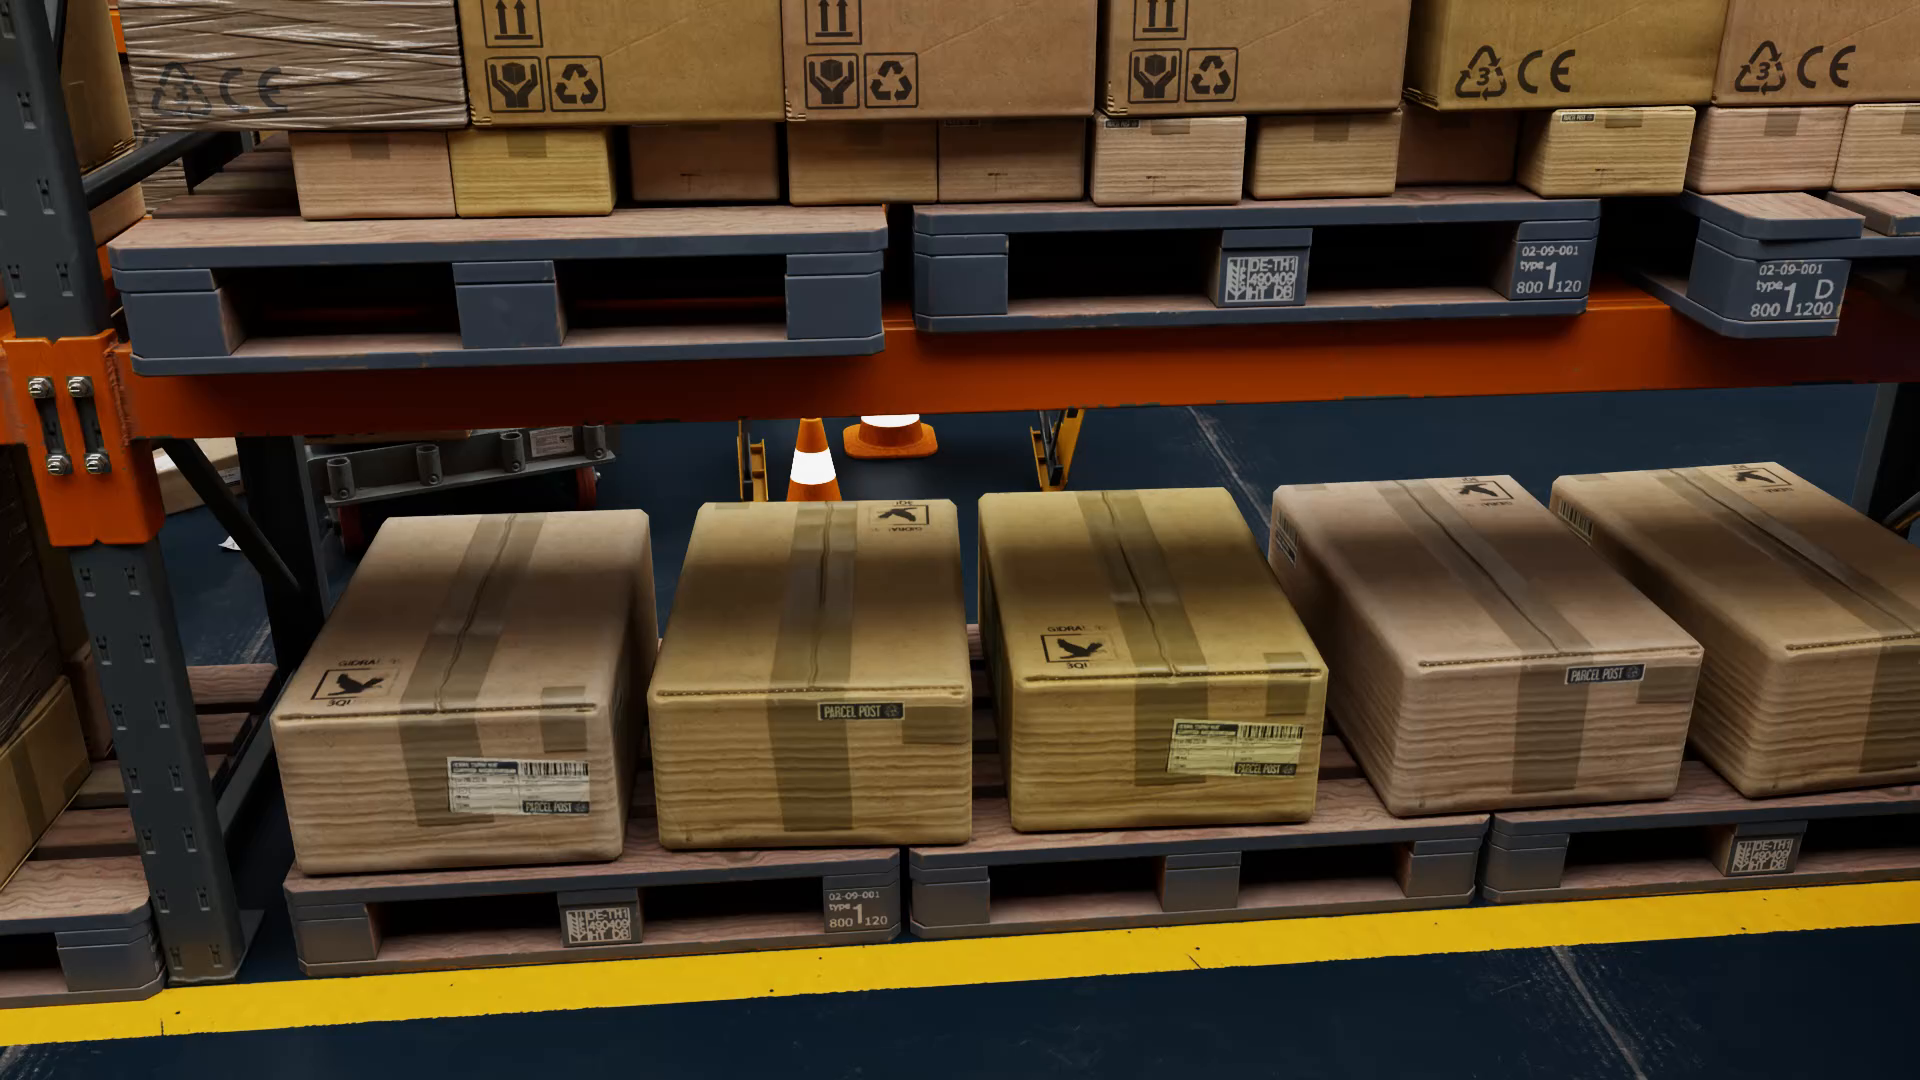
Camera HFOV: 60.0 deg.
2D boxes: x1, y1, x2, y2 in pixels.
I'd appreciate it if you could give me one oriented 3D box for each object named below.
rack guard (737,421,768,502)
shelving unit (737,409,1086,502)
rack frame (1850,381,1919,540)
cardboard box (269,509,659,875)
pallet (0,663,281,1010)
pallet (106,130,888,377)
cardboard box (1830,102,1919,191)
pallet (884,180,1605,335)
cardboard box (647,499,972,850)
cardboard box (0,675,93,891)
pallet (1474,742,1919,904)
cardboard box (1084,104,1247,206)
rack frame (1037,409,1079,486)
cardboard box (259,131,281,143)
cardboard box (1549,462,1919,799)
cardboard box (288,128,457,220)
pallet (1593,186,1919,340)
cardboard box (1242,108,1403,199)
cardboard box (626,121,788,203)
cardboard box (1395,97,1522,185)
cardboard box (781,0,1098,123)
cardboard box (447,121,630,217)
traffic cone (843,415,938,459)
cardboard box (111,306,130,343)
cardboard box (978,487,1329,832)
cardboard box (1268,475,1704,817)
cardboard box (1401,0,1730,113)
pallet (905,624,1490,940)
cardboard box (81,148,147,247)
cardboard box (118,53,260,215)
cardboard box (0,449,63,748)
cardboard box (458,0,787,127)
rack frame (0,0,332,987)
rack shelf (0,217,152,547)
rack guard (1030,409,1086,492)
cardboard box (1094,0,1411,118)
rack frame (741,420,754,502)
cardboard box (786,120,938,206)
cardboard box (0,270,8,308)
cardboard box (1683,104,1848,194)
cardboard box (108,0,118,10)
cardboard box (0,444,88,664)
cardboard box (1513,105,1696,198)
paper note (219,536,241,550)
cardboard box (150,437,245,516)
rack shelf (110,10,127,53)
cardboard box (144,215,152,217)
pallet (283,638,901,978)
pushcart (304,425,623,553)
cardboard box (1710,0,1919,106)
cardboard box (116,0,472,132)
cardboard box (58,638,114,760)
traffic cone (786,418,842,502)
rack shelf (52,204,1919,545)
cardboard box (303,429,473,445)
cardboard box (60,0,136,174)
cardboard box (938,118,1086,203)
[{"bbox_3d":[-0.662,-0.364,5.280,0.087,0.587,0.250,-3,59,-8],"label":"rack guard"},{"bbox_3d":[-0.245,-0.924,5.669,1.083,0.587,1.500,-3,59,-8],"label":"shelving unit"},{"bbox_3d":[2.439,-0.855,3.481,0.127,3.000,1.000,-2,24,-5],"label":"rack frame"},{"bbox_3d":[-1.020,0.291,3.619,0.625,0.372,0.950,-2,24,-4],"label":"cardboard box"},{"bbox_3d":[-2.207,0.620,3.595,1.213,0.211,1.003,-2,24,-5],"label":"pallet"},{"bbox_3d":[-0.767,-0.580,3.097,1.213,0.211,1.003,-2,24,-5],"label":"pallet"},{"bbox_3d":[1.630,-0.756,3.050,0.250,0.149,0.380,-2,24,-6],"label":"cardboard box"},{"bbox_3d":[0.473,-0.672,3.305,1.213,0.211,1.003,-2,24,-5],"label":"pallet"},{"bbox_3d":[-0.305,0.261,3.687,0.625,0.372,0.950,-1,24,-2],"label":"cardboard box"},{"bbox_3d":[-2.104,0.501,3.297,0.500,0.250,0.500,-1,24,-3],"label":"cardboard box"},{"bbox_3d":[1.661,0.450,3.978,1.213,0.211,1.003,-2,24,-5],"label":"pallet"},{"bbox_3d":[0.339,-0.708,2.941,0.250,0.149,0.380,-1,24,-3],"label":"cardboard box"},{"bbox_3d":[0.248,-0.951,5.740,0.032,0.500,1.500,-3,59,-8],"label":"rack frame"},{"bbox_3d":[-2.762,-1.916,7.967,0.875,0.875,0.875,-2,24,-4],"label":"cardboard box"},{"bbox_3d":[1.876,0.172,3.888,0.625,0.372,0.950,-4,24,-9],"label":"cardboard box"},{"bbox_3d":[-0.961,-0.667,2.850,0.250,0.149,0.380,-2,24,-4],"label":"cardboard box"},{"bbox_3d":[1.740,-0.696,3.359,1.003,0.211,1.213,-2,24,-5],"label":"pallet"},{"bbox_3d":[0.602,-0.730,2.992,0.250,0.149,0.380,-3,24,-7],"label":"cardboard box"},{"bbox_3d":[-0.437,-0.716,2.959,0.250,0.149,0.380,-1,24,-2],"label":"cardboard box"},{"bbox_3d":[0.844,-0.773,3.089,0.250,0.149,0.380,-2,24,-5],"label":"cardboard box"},{"bbox_3d":[-0.055,-1.006,2.814,0.500,0.500,0.500,-2,24,-5],"label":"cardboard box"},{"bbox_3d":[-0.711,-0.673,2.864,0.250,0.149,0.380,-2,24,-4],"label":"cardboard box"},{"bbox_3d":[-0.255,-0.567,5.957,0.334,0.463,0.336,-2,24,-5],"label":"traffic cone"},{"bbox_3d":[-3.093,-0.591,5.793,0.503,0.637,0.797,-2,24,-5],"label":"cardboard box"},{"bbox_3d":[0.387,0.233,3.751,0.625,0.372,0.950,-2,24,-3],"label":"cardboard box"},{"bbox_3d":[1.142,0.205,3.814,0.625,0.372,0.950,-3,24,-6],"label":"cardboard box"},{"bbox_3d":[0.998,-1.052,2.918,0.500,0.500,0.500,-4,24,-9],"label":"cardboard box"},{"bbox_3d":[0.450,0.497,3.872,1.213,0.211,1.003,-2,24,-5],"label":"pallet"},{"bbox_3d":[-1.887,-0.698,3.436,0.250,0.149,0.380,-2,24,-5],"label":"cardboard box"},{"bbox_3d":[-3.658,-1.879,7.883,0.875,0.875,0.875,-2,24,-5],"label":"cardboard box"},{"bbox_3d":[-2.104,0.159,3.145,0.500,0.500,0.500,-3,24,-6],"label":"cardboard box"},{"bbox_3d":[-0.549,-0.992,2.782,0.500,0.500,0.500,-2,24,-5],"label":"cardboard box"},{"bbox_3d":[-1.542,-0.695,3.122,0.127,3.000,1.000,-2,24,-5],"label":"rack frame"},{"bbox_3d":[-3.532,-0.287,3.088,4.000,0.370,1.077,-2,24,-5],"label":"rack shelf"},{"bbox_3d":[0.322,-0.418,5.422,0.087,0.587,0.250,-3,59,-8],"label":"rack guard"},{"bbox_3d":[0.455,-1.031,2.870,0.500,0.500,0.500,-3,24,-7],"label":"cardboard box"},{"bbox_3d":[-0.756,-0.895,5.596,0.032,0.500,1.500,-3,59,-8],"label":"rack frame"},{"bbox_3d":[-0.177,-0.709,2.944,0.250,0.149,0.380,-2,24,-4],"label":"cardboard box"},{"bbox_3d":[-1.832,-0.445,2.867,0.250,0.149,0.380,-3,24,-6],"label":"cardboard box"},{"bbox_3d":[1.379,-0.749,3.035,0.250,0.149,0.380,-3,24,-8],"label":"cardboard box"},{"bbox_3d":[-3.589,-2.736,7.528,0.550,0.550,0.875,-2,24,-5],"label":"cardboard box"},{"bbox_3d":[-2.155,-0.059,3.635,0.500,0.500,0.500,-1,24,-3],"label":"cardboard box"},{"bbox_3d":[1.106,-0.732,2.997,0.250,0.149,0.380,-2,24,-4],"label":"cardboard box"},{"bbox_3d":[-2.237,-0.007,5.228,0.142,0.019,0.148,-2,24,-5],"label":"paper note"},{"bbox_3d":[-2.563,-0.281,5.555,0.258,0.266,0.396,22,32,40],"label":"cardboard box"},{"bbox_3d":[-4.119,-2.284,7.580,4.000,0.370,1.077,-2,24,-5],"label":"rack shelf"},{"bbox_3d":[-3.573,-1.074,7.048,0.500,0.500,0.500,2,24,4],"label":"cardboard box"},{"bbox_3d":[-0.767,0.547,3.759,1.213,0.211,1.003,-2,24,-5],"label":"pallet"},{"bbox_3d":[-1.816,-0.417,5.723,0.936,0.377,1.648,-11,26,-23],"label":"pushcart"},{"bbox_3d":[1.500,-1.073,2.965,0.500,0.500,0.500,-3,24,-6],"label":"cardboard box"},{"bbox_3d":[-1.047,-0.972,2.737,0.500,0.500,0.500,-2,24,-4],"label":"cardboard box"},{"bbox_3d":[-2.155,0.284,3.787,0.500,0.250,0.500,-3,24,-8],"label":"cardboard box"},{"bbox_3d":[-0.445,-0.152,5.021,0.334,0.463,0.336,-2,24,-5],"label":"traffic cone"},{"bbox_3d":[0.449,-0.447,3.447,4.000,0.370,1.077,-2,24,-5],"label":"rack shelf"},{"bbox_3d":[-1.747,-0.618,5.091,0.500,0.500,0.500,-2,24,-5],"label":"cardboard box"},{"bbox_3d":[-2.007,-0.972,3.255,0.500,0.500,0.500,-2,24,-5],"label":"cardboard box"},{"bbox_3d":[0.070,-0.718,2.965,0.250,0.149,0.380,-2,24,-5],"label":"cardboard box"}]
